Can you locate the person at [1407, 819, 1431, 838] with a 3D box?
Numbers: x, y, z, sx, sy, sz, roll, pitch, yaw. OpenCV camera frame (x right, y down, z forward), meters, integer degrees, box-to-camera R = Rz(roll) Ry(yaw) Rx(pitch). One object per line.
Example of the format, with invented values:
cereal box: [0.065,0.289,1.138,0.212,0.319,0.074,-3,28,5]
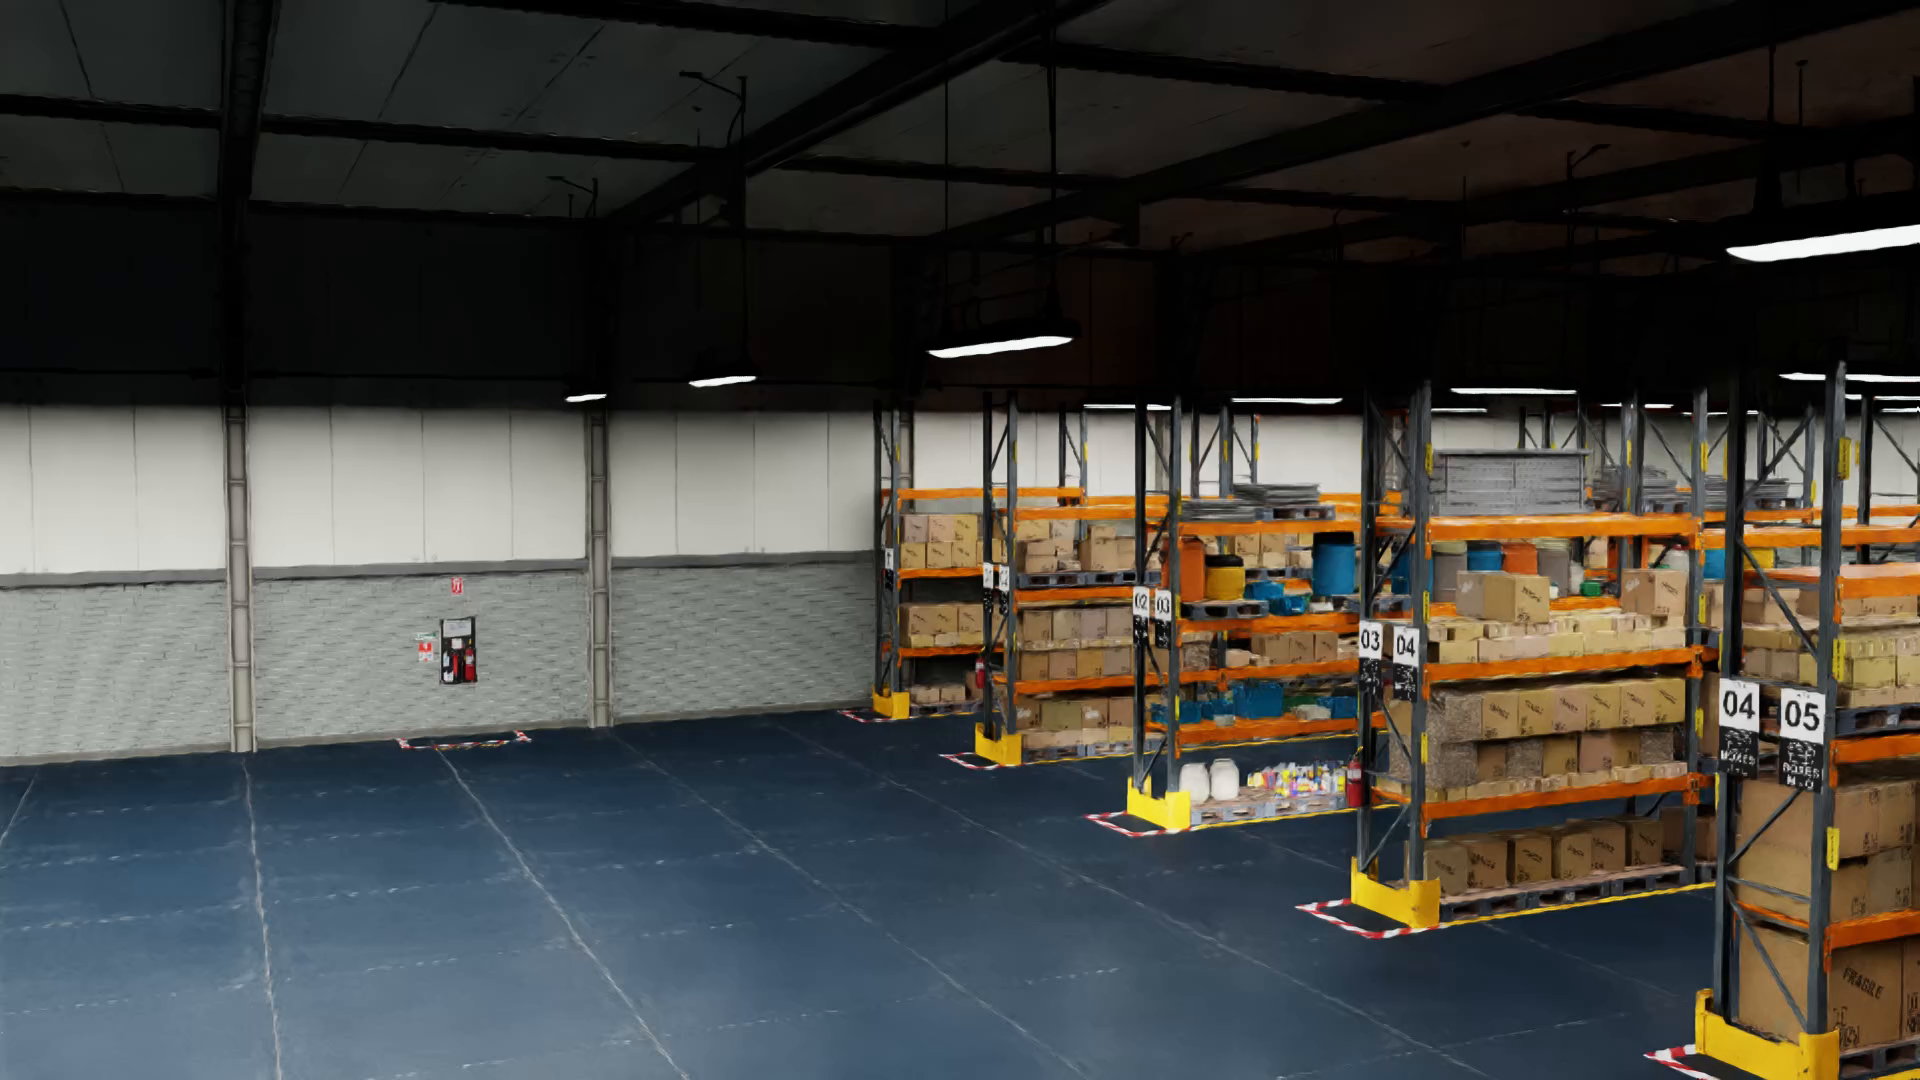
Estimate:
person: [6.053,3.021,21.942,0.849,1.718,0.701,-3,4,-41]
